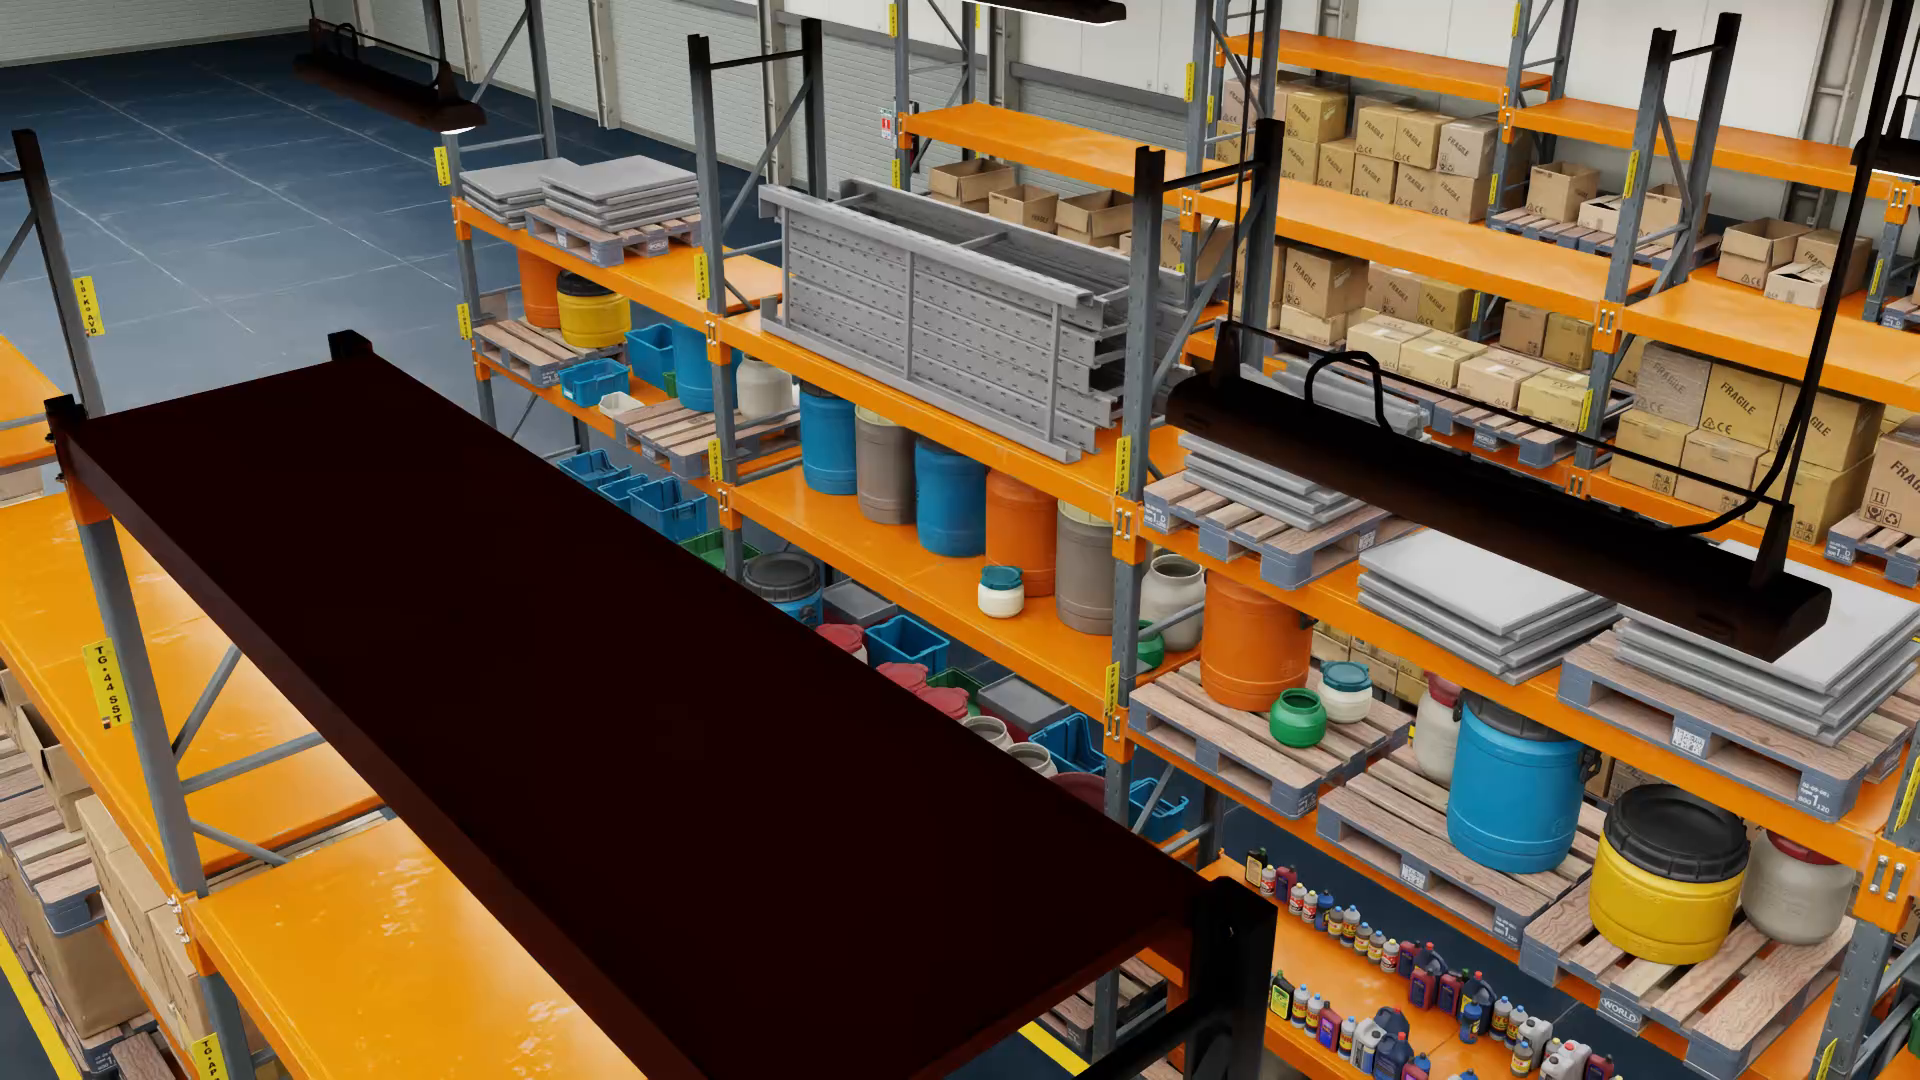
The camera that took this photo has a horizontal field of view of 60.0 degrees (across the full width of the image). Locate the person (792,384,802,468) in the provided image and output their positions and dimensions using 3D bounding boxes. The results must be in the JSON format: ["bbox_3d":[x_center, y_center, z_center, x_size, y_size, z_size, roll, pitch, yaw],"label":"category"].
[{"bbox_3d":[-1.613,-1.140,17.869,0.659,1.757,0.735,6,28,12],"label":"person"}]
